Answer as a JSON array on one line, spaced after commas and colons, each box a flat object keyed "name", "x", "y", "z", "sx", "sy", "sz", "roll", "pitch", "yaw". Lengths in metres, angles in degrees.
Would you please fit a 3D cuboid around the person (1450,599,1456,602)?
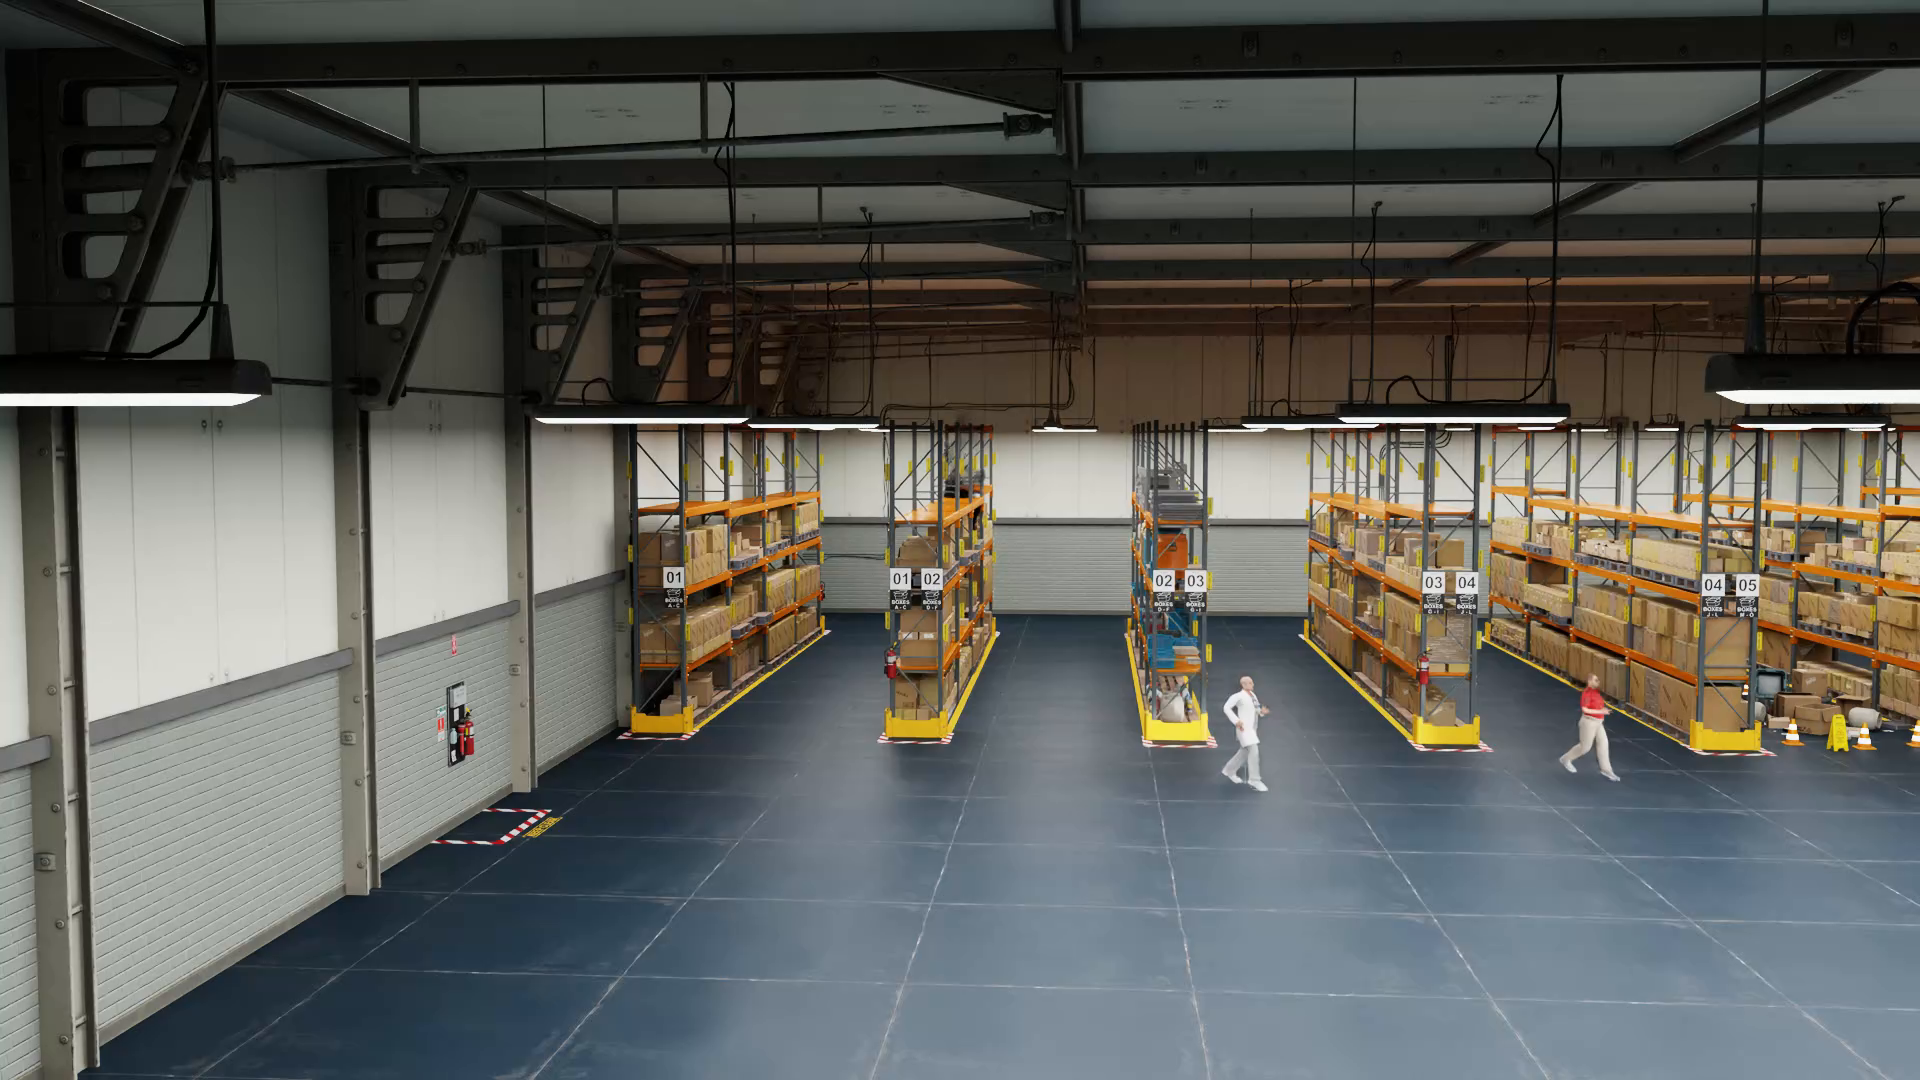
[{"name": "person", "x": 13.195, "y": 2.068, "z": 43.813, "sx": 0.639, "sy": 1.818, "sz": 0.792, "roll": 1, "pitch": 4, "yaw": 10}]

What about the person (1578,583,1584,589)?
[{"name": "person", "x": 16.883, "y": 2.036, "z": 45.186, "sx": 0.585, "sy": 1.720, "sz": 0.818, "roll": 0, "pitch": 4, "yaw": -6}]

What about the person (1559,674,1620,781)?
[{"name": "person", "x": 10.502, "y": 3.100, "z": 27.706, "sx": 0.969, "sy": 1.753, "sz": 0.660, "roll": 3, "pitch": 5, "yaw": 42}]

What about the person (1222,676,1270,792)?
[{"name": "person", "x": 4.629, "y": 3.119, "z": 26.977, "sx": 0.876, "sy": 1.822, "sz": 0.694, "roll": 2, "pitch": 4, "yaw": 33}]
